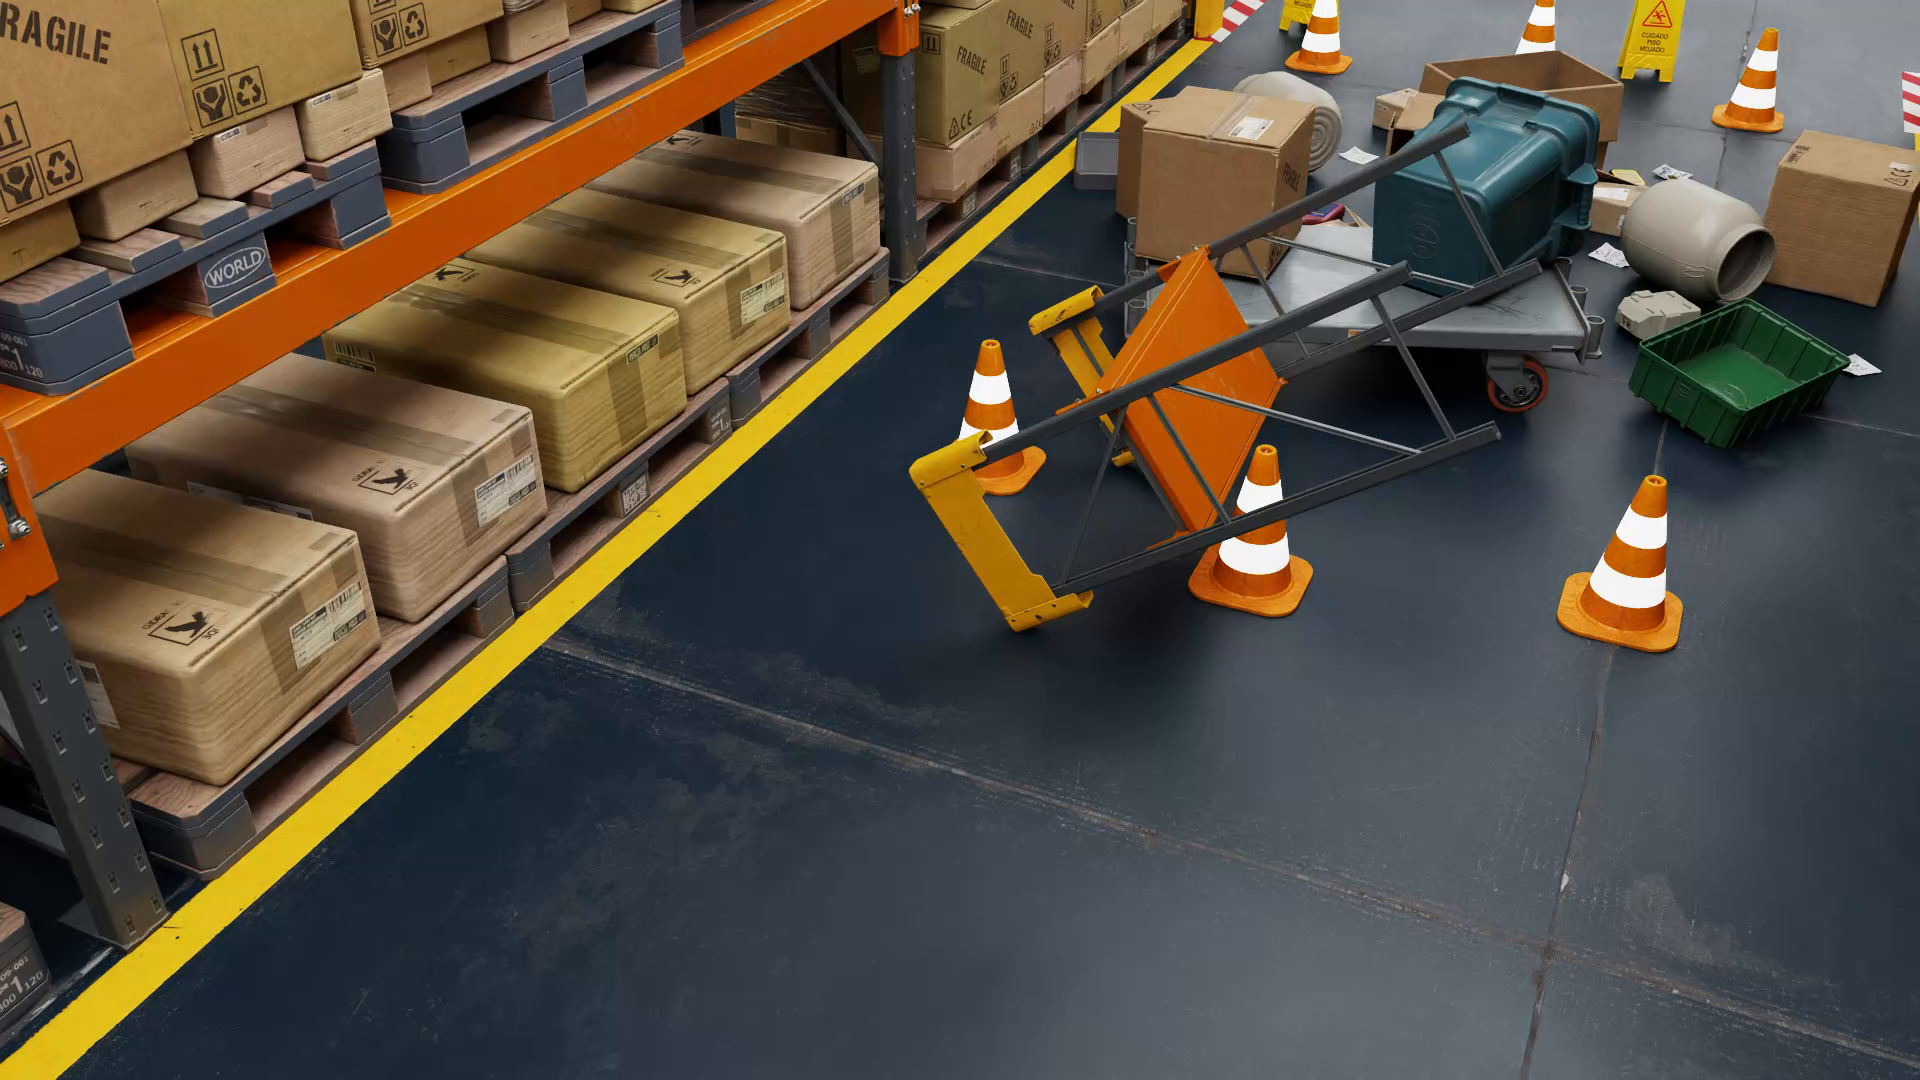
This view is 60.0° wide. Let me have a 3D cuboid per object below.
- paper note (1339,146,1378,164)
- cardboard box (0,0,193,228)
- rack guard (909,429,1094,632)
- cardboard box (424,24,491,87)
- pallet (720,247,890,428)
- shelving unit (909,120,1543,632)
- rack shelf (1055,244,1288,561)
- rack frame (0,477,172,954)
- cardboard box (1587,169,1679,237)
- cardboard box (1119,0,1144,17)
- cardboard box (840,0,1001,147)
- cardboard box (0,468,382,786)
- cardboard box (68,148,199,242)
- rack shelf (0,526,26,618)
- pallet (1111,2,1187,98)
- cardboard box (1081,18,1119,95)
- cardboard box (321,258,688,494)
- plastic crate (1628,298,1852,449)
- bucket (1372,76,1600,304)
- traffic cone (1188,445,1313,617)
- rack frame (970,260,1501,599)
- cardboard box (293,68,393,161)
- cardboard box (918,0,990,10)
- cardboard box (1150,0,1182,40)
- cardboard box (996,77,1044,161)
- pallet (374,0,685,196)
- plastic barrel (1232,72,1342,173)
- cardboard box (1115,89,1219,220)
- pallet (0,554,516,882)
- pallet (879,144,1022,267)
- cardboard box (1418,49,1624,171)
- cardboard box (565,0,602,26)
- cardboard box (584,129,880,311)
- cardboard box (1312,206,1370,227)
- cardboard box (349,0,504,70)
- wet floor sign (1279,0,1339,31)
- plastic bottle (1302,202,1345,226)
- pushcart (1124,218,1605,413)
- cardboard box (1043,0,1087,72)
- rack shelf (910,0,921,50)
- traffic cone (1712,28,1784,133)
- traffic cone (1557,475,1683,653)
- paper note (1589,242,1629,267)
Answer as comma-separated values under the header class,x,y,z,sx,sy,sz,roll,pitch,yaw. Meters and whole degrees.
class,x,y,z,sx,sy,sz,roll,pitch,yaw
paper note,1.940,-1.874,8.091,0.148,0.019,0.142,29,43,36
cardboard box,-1.930,-0.965,3.241,0.500,0.500,0.500,13,35,19
rack guard,0.119,-0.018,4.708,0.250,0.587,0.087,-22,20,35
cardboard box,-1.472,-1.321,4.375,0.380,0.149,0.250,16,36,22
pallet,-0.979,-0.890,6.416,1.003,0.211,1.213,14,36,20
shelving unit,0.778,-0.469,4.737,1.500,0.587,1.083,-22,20,35
rack shelf,0.644,-0.418,4.846,0.185,0.538,1.000,-22,20,35
rack frame,-2.328,-0.453,3.205,1.000,3.000,0.127,14,36,20
cardboard box,2.930,-1.495,7.287,0.396,0.266,0.258,21,39,28
cardboard box,0.705,-3.057,8.617,0.500,0.500,0.500,16,36,22
cardboard box,-0.163,-2.016,7.030,0.500,0.500,0.500,16,36,23
cardboard box,-2.083,0.192,4.236,0.950,0.372,0.625,12,35,17
cardboard box,-1.875,-0.775,3.543,0.380,0.149,0.250,12,35,18
rack shelf,-3.165,0.844,1.883,1.077,0.370,4.000,14,36,20
pallet,0.615,-2.836,9.383,1.003,0.211,1.213,14,36,20
cardboard box,0.487,-2.480,8.422,0.500,0.250,0.500,13,35,19
cardboard box,-1.459,-0.554,5.373,0.950,0.372,0.625,15,36,22
plastic crate,2.766,-0.595,5.933,0.662,0.188,0.450,-21,49,-29
bucket,1.846,-1.223,5.978,0.726,0.611,0.620,29,53,36
traffic cone,0.885,-0.071,4.937,0.336,0.463,0.334,14,36,20
rack frame,0.594,-0.212,4.351,1.500,0.500,0.032,-22,20,35
cardboard box,-1.584,-1.033,3.937,0.380,0.149,0.250,14,36,21
cardboard box,-0.056,-2.336,6.926,0.380,0.149,0.250,15,36,21
cardboard box,0.915,-2.986,9.193,0.500,0.250,0.500,14,36,20
cardboard box,0.050,-1.971,7.645,0.500,0.250,0.500,16,37,23
pallet,-1.537,-1.368,4.775,1.003,0.211,1.213,14,36,20
plastic barrel,1.530,-1.983,7.889,0.421,0.421,0.512,-15,36,-21
cardboard box,1.029,-1.622,7.265,0.500,0.500,0.500,-15,36,-21
pallet,-2.000,0.325,4.562,1.003,0.211,1.213,14,36,20
pallet,-0.406,-1.621,7.530,1.003,0.211,1.213,14,36,20
cardboard box,2.583,-1.937,7.746,0.797,0.503,0.637,-9,34,-13
cardboard box,-1.263,-1.583,4.775,0.380,0.149,0.250,13,35,19
cardboard box,-0.872,-1.260,6.449,0.950,0.372,0.625,15,36,21
cardboard box,1.635,-1.215,6.860,0.258,0.266,0.396,-9,34,-13
cardboard box,-1.502,-1.493,4.045,0.500,0.500,0.500,15,36,21
wet floor sign,2.070,-3.301,9.696,0.267,0.644,0.232,29,43,36
plastic bottle,1.589,-1.428,7.373,0.133,0.061,0.283,21,39,28
pushcart,1.437,-0.850,6.202,1.648,0.377,0.936,3,33,4
cardboard box,0.269,-2.543,7.834,0.500,0.500,0.500,16,37,23
rack shelf,0.182,-3.140,7.959,1.077,0.370,4.000,14,36,20
traffic cone,4.045,-2.352,8.415,0.336,0.463,0.334,14,36,20
traffic cone,1.951,0.023,4.793,0.336,0.463,0.334,14,36,20
paper note,2.790,-1.211,7.076,0.172,0.023,0.155,29,43,36
